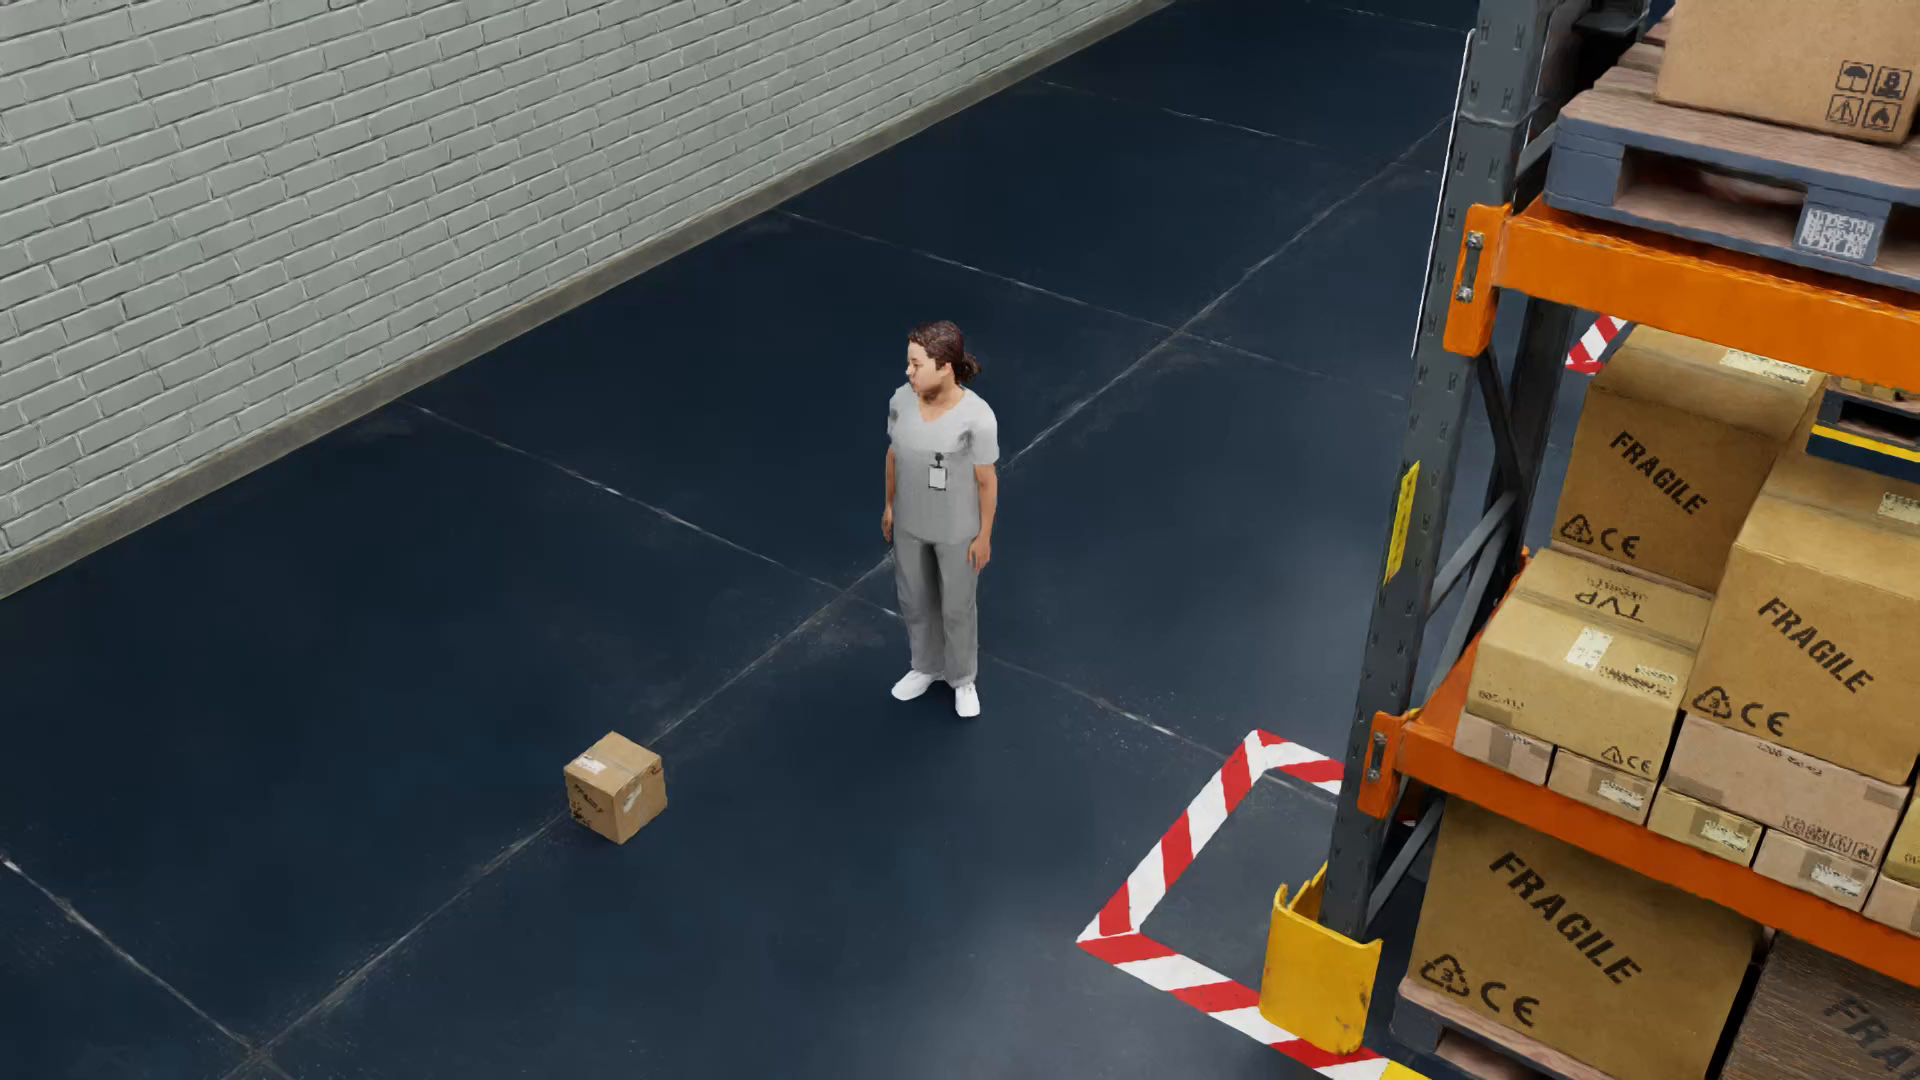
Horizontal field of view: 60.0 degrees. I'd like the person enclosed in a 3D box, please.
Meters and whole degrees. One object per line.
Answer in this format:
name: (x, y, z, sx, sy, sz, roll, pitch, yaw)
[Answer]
person: (-0.082, -0.058, 6.213, 0.476, 1.679, 0.360, 15, 37, 20)
